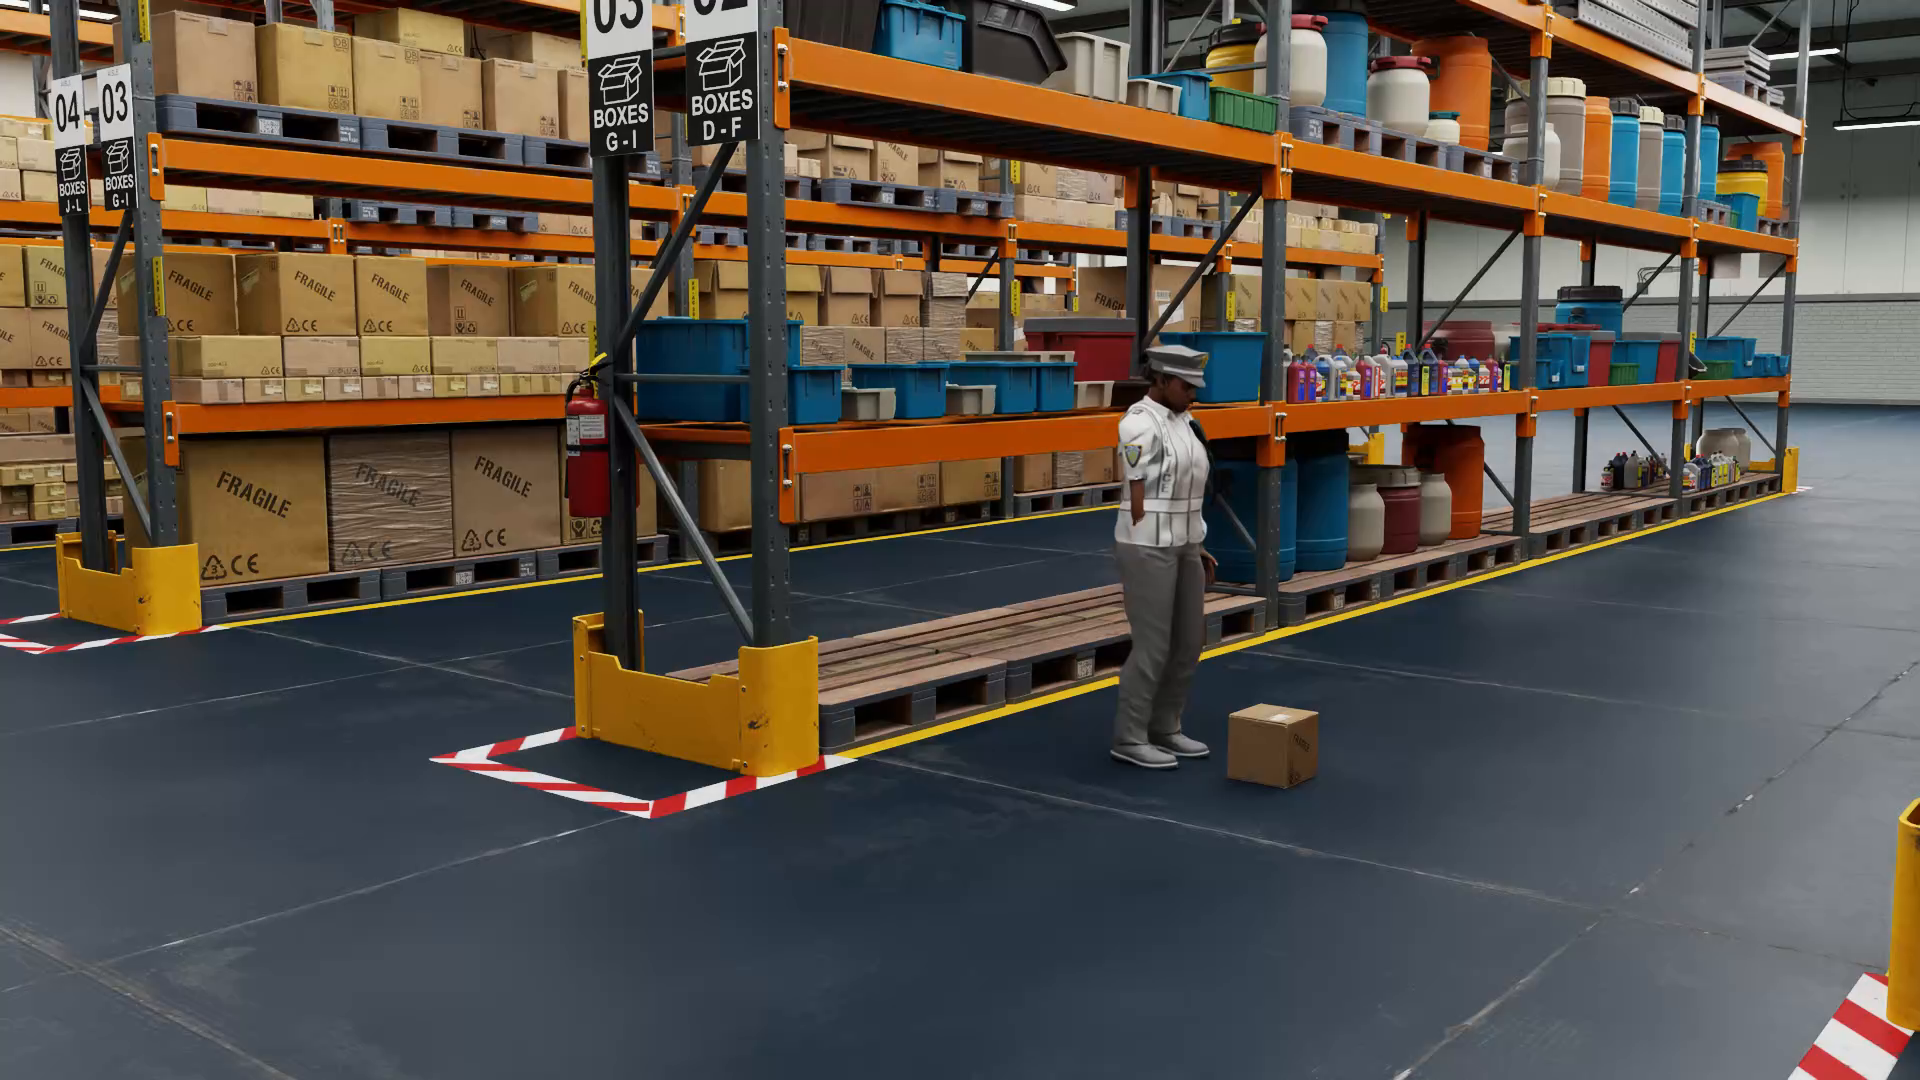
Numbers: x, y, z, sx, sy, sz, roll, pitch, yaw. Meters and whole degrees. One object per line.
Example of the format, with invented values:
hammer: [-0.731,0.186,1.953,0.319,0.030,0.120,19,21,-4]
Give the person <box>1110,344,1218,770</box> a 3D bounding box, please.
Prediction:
person: [0.812,0.056,6.595,0.338,1.652,0.441,6,9,40]
